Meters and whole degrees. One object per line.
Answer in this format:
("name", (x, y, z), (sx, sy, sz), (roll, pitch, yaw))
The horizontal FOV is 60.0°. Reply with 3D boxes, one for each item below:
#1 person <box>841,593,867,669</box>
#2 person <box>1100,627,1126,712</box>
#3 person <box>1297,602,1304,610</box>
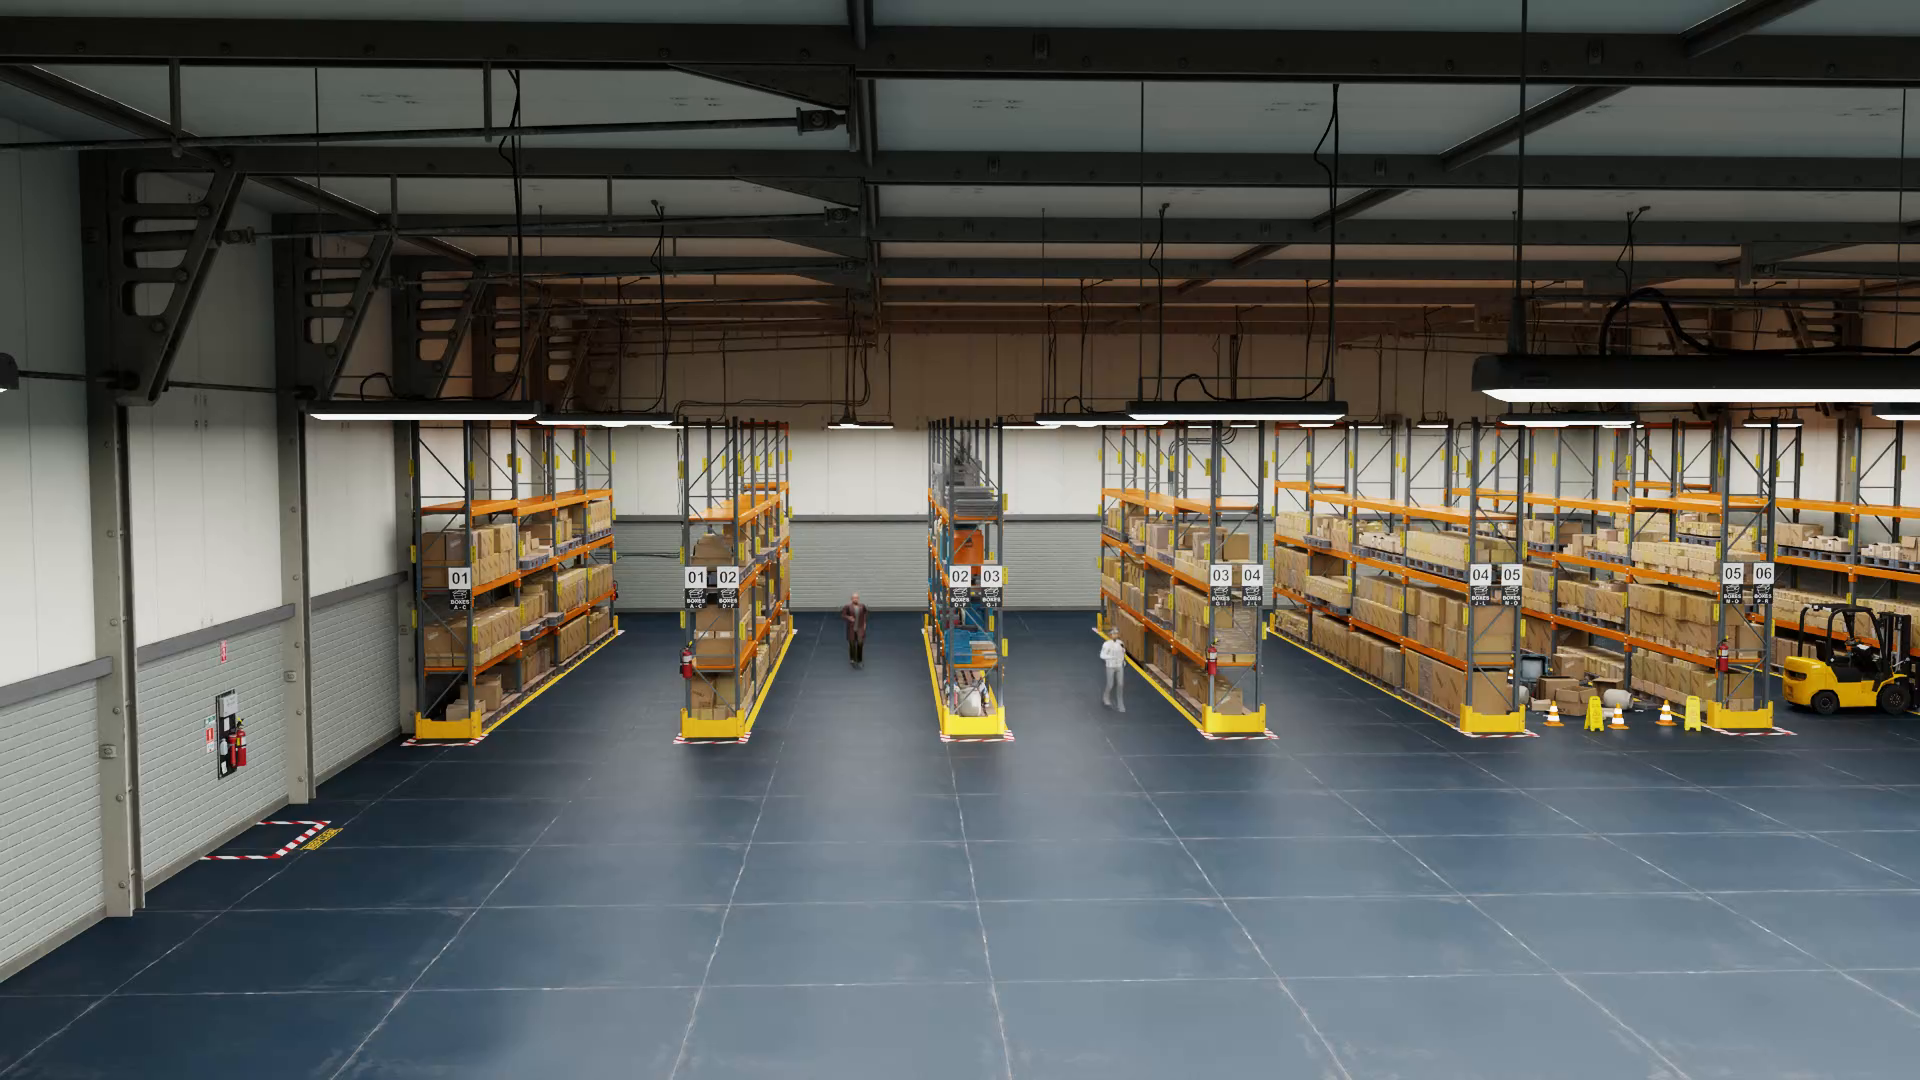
("person", (-2.565, 2.214, 40.404), (0.684, 1.844, 0.848), (-1, 4, -10))
("person", (3.168, 2.627, 34.143), (0.612, 1.702, 0.919), (-1, 4, -15))
("person", (10.108, 1.674, 48.999), (0.534, 1.708, 0.700), (3, 5, 38))
